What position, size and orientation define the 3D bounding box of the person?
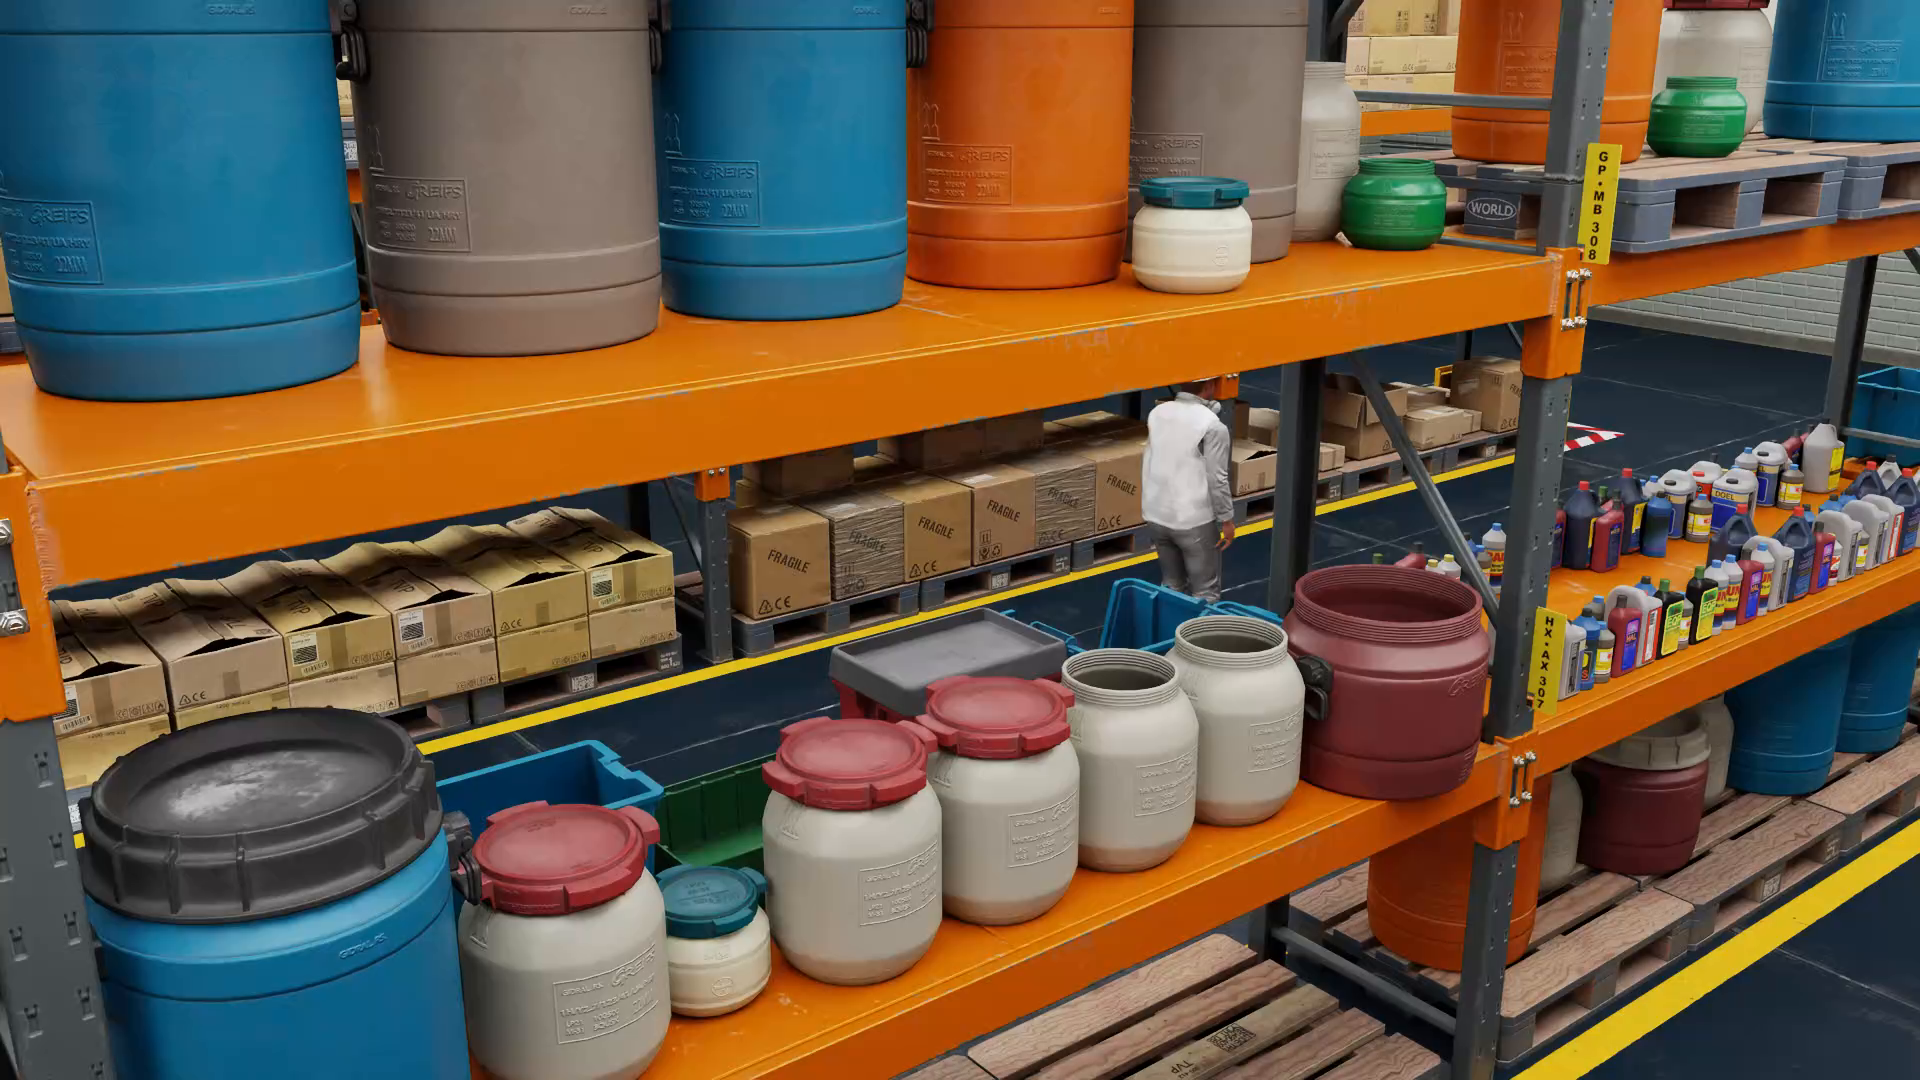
[{"bbox_3d":[1.221,-0.139,8.945,0.464,1.772,0.589,-14,22,-38],"label":"person"}]
